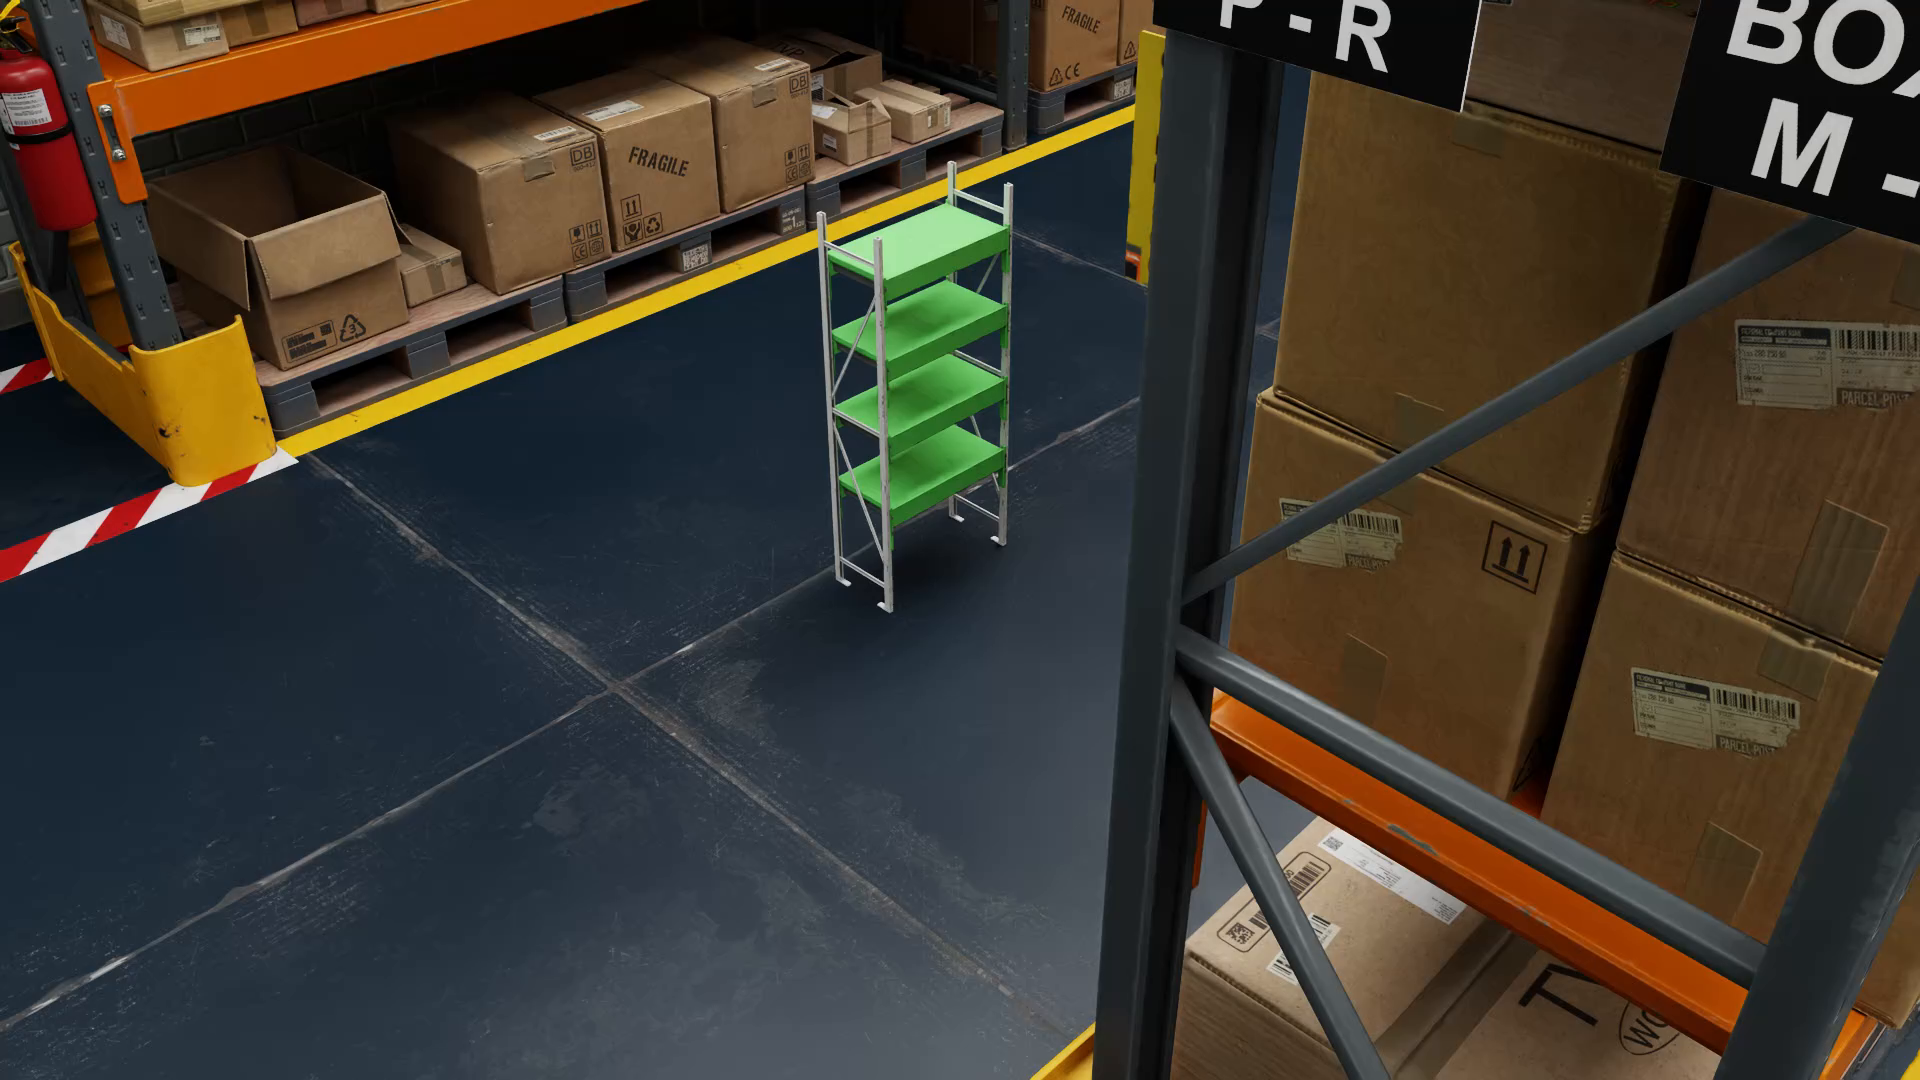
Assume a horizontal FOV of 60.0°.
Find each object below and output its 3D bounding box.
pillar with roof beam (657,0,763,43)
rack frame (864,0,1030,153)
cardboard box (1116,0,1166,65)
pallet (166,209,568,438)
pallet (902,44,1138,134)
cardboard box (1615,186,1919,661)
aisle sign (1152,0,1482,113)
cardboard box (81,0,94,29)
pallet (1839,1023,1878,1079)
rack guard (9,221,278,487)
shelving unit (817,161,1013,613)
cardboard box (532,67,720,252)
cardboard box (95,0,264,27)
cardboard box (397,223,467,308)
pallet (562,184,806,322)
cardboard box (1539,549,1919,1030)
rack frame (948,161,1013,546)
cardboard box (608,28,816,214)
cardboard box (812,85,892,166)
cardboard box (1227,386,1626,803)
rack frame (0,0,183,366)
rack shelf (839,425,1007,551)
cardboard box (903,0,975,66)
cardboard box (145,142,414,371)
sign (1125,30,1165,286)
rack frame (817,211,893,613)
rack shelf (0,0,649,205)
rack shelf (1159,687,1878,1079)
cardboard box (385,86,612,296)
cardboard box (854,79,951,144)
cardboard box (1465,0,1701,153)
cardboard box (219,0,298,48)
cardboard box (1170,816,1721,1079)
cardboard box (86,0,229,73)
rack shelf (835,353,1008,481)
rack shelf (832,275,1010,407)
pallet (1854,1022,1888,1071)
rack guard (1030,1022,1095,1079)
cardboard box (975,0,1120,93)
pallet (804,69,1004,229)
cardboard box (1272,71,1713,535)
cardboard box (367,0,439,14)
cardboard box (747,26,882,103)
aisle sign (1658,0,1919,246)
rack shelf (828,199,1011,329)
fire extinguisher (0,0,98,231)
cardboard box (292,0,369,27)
[{"bbox_3d":[1.847,-4.094,3.254,9.100,9.000,0.400,30,45,35],"label":"pillar with roof beam"},{"bbox_3d":[-0.078,-3.288,7.342,1.000,3.000,0.127,30,45,35],"label":"rack frame"},{"bbox_3d":[0.791,-2.761,8.404,0.500,0.500,0.500,29,44,35],"label":"cardboard box"},{"bbox_3d":[-2.282,-0.875,6.321,1.003,0.211,1.213,30,45,35],"label":"pallet"},{"bbox_3d":[0.468,-2.489,8.635,1.003,0.211,1.213,30,45,35],"label":"pallet"},{"bbox_3d":[1.169,-0.196,1.948,0.500,0.500,0.500,28,44,34],"label":"cardboard box"},{"bbox_3d":[0.358,-0.827,1.541,0.394,0.787,0.004,30,45,35],"label":"aisle sign"},{"bbox_3d":[-2.853,-1.804,5.434,0.380,0.149,0.250,29,44,35],"label":"cardboard box"},{"bbox_3d":[1.137,1.123,3.456,1.003,0.211,1.213,30,45,35],"label":"pallet"},{"bbox_3d":[-2.843,-0.670,5.773,1.175,0.500,0.348,30,45,35],"label":"rack guard"},{"bbox_3d":[-0.117,-0.425,4.810,0.258,1.200,0.503,30,45,35],"label":"shelving unit"},{"bbox_3d":[-1.325,-1.527,6.635,0.500,0.500,0.500,-29,44,-35],"label":"cardboard box"},{"bbox_3d":[-2.385,-1.800,5.080,0.500,0.250,0.500,-30,45,-35],"label":"cardboard box"},{"bbox_3d":[-2.071,-1.034,6.235,0.380,0.149,0.250,28,43,34],"label":"cardboard box"},{"bbox_3d":[-1.422,-1.368,7.027,1.003,0.211,1.213,30,45,35],"label":"pallet"},{"bbox_3d":[1.171,0.215,2.232,0.500,0.500,0.500,29,44,35],"label":"cardboard box"},{"bbox_3d":[0.055,-0.524,4.952,0.240,1.200,0.015,30,45,35],"label":"rack frame"},{"bbox_3d":[-1.037,-1.774,6.989,0.700,0.500,0.500,28,43,34],"label":"cardboard box"},{"bbox_3d":[-0.513,-1.849,7.302,0.258,0.266,0.396,-28,44,-34],"label":"cardboard box"},{"bbox_3d":[0.781,-0.009,2.553,0.500,0.500,0.500,-30,45,-35],"label":"cardboard box"},{"bbox_3d":[-2.896,-1.664,5.014,1.000,3.000,0.127,30,45,35],"label":"rack frame"},{"bbox_3d":[-0.117,-0.176,4.984,0.258,0.148,0.480,30,45,35],"label":"rack shelf"},{"bbox_3d":[0.058,-2.753,8.394,0.500,0.500,0.500,29,44,35],"label":"cardboard box"},{"bbox_3d":[-2.398,-1.023,5.909,0.797,0.503,0.637,28,43,34],"label":"cardboard box"},{"bbox_3d":[0.254,-0.462,2.070,0.100,0.325,0.005,30,45,35],"label":"sign"},{"bbox_3d":[-0.289,-0.326,4.668,0.240,1.200,0.015,30,45,35],"label":"rack frame"},{"bbox_3d":[-1.487,-2.181,6.384,1.077,0.370,4.000,30,45,35],"label":"rack shelf"},{"bbox_3d":[2.038,-0.182,3.517,1.077,0.370,4.000,30,45,35],"label":"rack shelf"},{"bbox_3d":[-1.768,-1.352,6.385,0.500,0.500,0.700,-28,44,-34],"label":"cardboard box"},{"bbox_3d":[-0.262,-1.946,7.544,0.380,0.149,0.250,28,44,34],"label":"cardboard box"},{"bbox_3d":[0.740,-0.609,1.972,0.250,0.149,0.380,-29,44,-35],"label":"cardboard box"},{"bbox_3d":[-2.323,-1.706,5.293,0.250,0.149,0.380,-29,44,-35],"label":"cardboard box"},{"bbox_3d":[1.023,0.905,3.202,0.875,0.438,0.875,28,44,34],"label":"cardboard box"},{"bbox_3d":[-2.470,-1.584,5.119,0.380,0.149,0.250,29,44,35],"label":"cardboard box"},{"bbox_3d":[-0.117,-0.373,4.847,0.258,0.148,0.480,30,45,35],"label":"rack shelf"},{"bbox_3d":[-0.117,-0.569,4.710,0.258,0.148,0.480,30,45,35],"label":"rack shelf"},{"bbox_3d":[1.996,0.630,4.163,1.003,0.211,1.213,30,45,35],"label":"pallet"},{"bbox_3d":[0.612,1.370,2.849,1.175,0.500,0.348,30,45,35],"label":"rack guard"},{"bbox_3d":[0.423,-2.541,8.089,0.500,0.500,0.500,-28,43,-34],"label":"cardboard box"},{"bbox_3d":[-0.562,-1.866,7.741,1.003,0.211,1.213,30,45,35],"label":"pallet"},{"bbox_3d":[0.800,-0.408,2.251,0.500,0.500,0.500,-28,44,-34],"label":"cardboard box"},{"bbox_3d":[-1.941,-1.904,5.578,0.250,0.149,0.380,-28,44,-34],"label":"cardboard box"},{"bbox_3d":[-0.711,-2.184,7.743,0.500,0.311,0.500,-28,44,-34],"label":"cardboard box"},{"bbox_3d":[0.784,-0.585,1.194,0.394,0.787,0.004,30,45,35],"label":"aisle sign"},{"bbox_3d":[-0.117,-0.766,4.572,0.258,0.148,0.480,30,45,35],"label":"rack shelf"},{"bbox_3d":[-2.672,-1.233,4.790,0.296,0.674,0.183,30,45,35],"label":"fire extinguisher"},{"bbox_3d":[-2.163,-1.827,5.466,0.380,0.149,0.250,29,44,35],"label":"cardboard box"}]
